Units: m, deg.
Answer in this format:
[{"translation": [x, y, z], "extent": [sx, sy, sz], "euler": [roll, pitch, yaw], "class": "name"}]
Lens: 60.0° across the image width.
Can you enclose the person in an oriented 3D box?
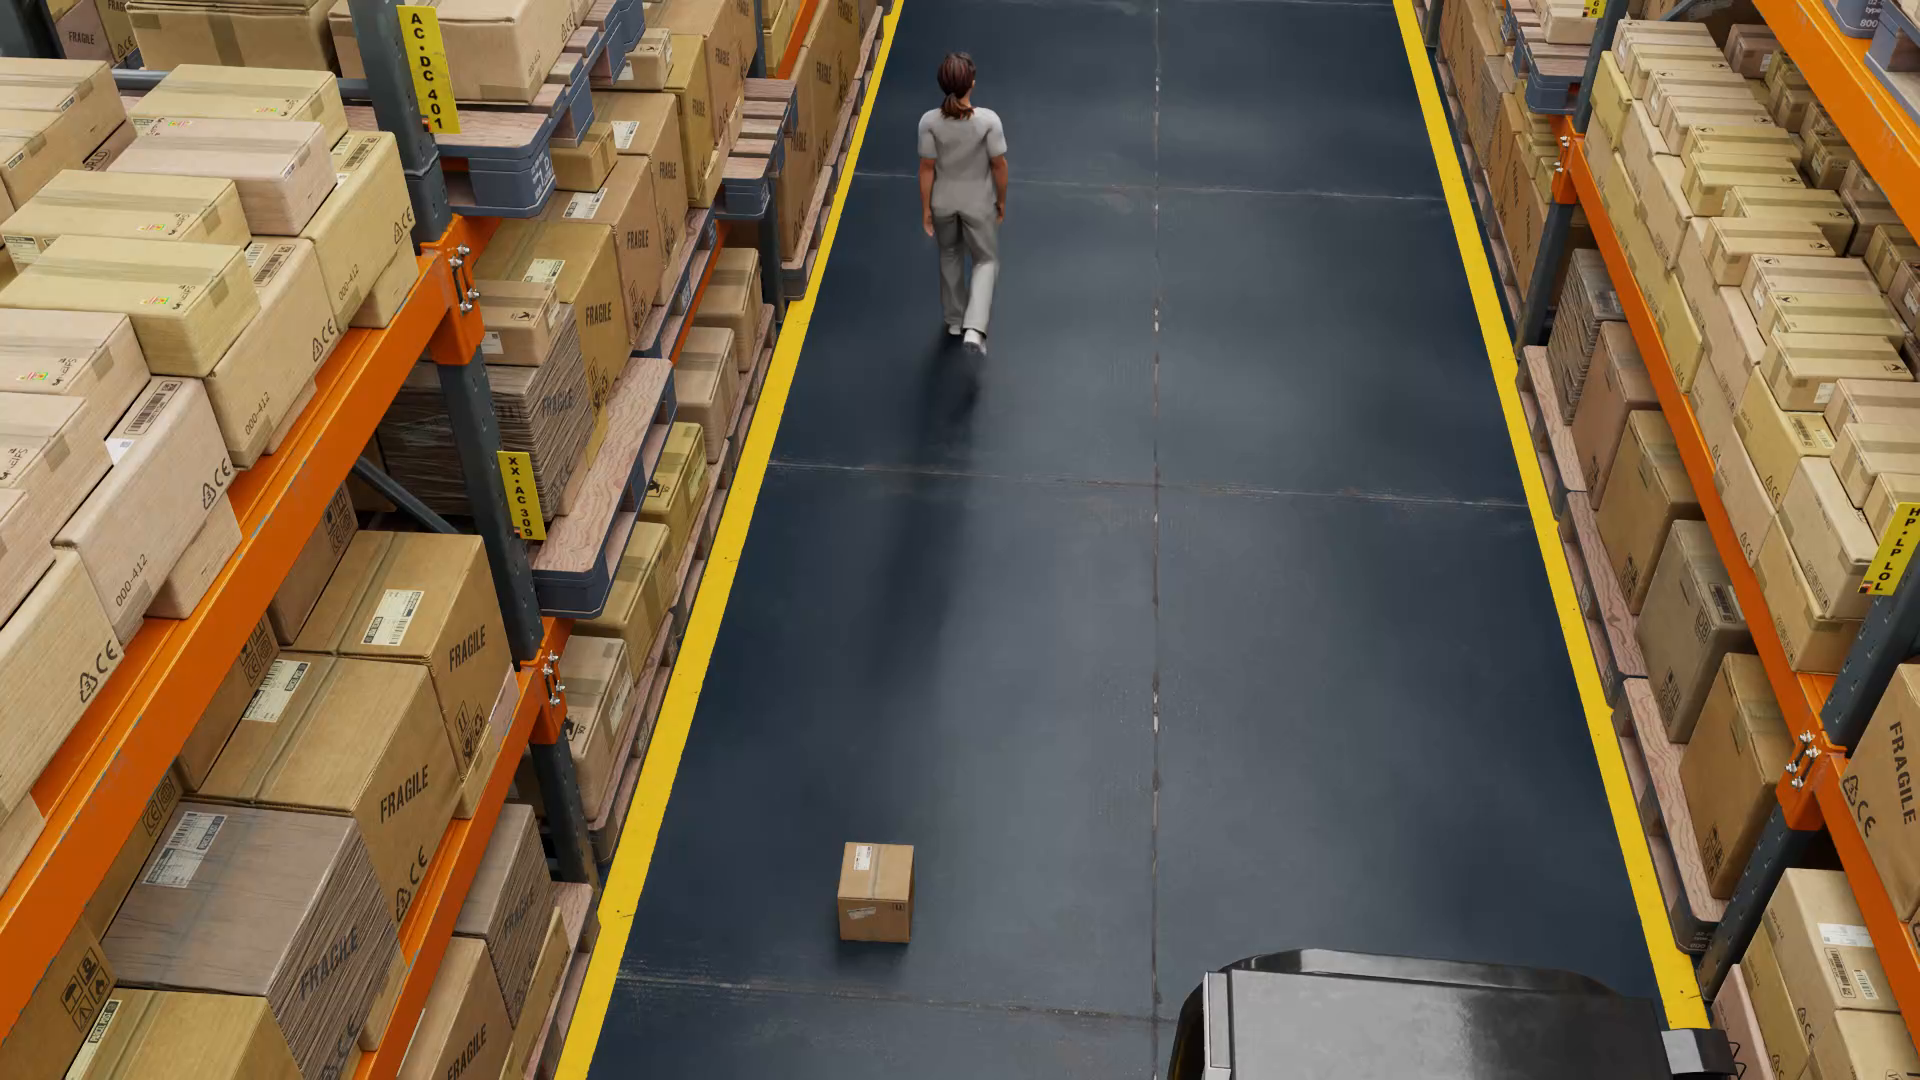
[{"translation": [0.012, -1.679, 8.424], "extent": [0.445, 1.646, 0.783], "euler": [4, 40, 5], "class": "person"}]
